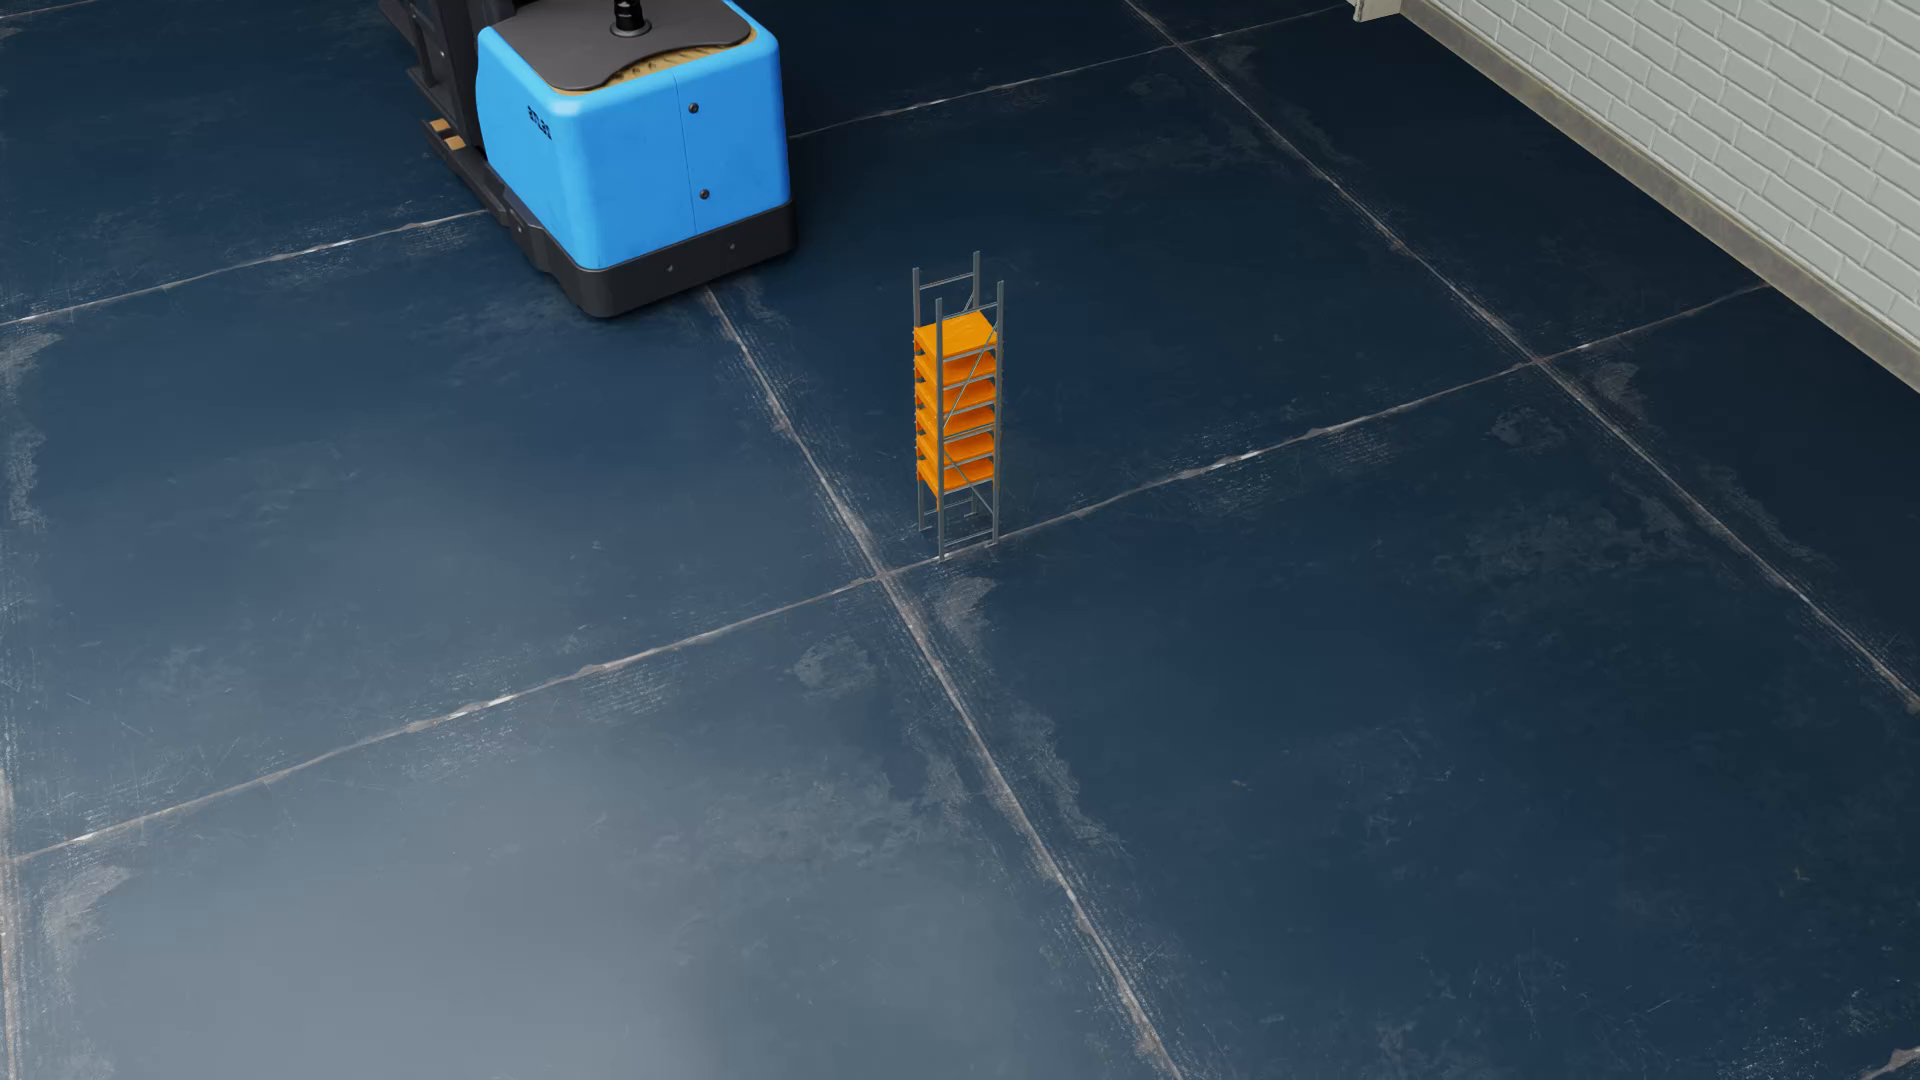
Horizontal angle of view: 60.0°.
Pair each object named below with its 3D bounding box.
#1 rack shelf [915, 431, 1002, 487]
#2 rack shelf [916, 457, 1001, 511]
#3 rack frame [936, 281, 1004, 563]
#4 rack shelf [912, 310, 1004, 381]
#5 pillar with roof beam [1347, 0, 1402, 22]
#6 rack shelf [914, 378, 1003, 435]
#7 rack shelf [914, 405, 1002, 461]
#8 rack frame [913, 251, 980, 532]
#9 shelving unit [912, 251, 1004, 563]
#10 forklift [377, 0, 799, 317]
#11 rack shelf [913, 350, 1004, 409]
[{"bbox_3d":[-0.006,-0.319,5.953,0.258,0.103,0.180,-18,47,-17],"label":"rack shelf"},{"bbox_3d":[-0.006,-0.234,6.038,0.258,0.103,0.180,-18,47,-17],"label":"rack shelf"},{"bbox_3d":[0.032,-0.378,5.779,0.240,1.200,0.006,-18,47,-17],"label":"rack frame"},{"bbox_3d":[-0.006,-0.661,5.616,0.258,0.103,0.180,-18,47,-17],"label":"rack shelf"},{"bbox_3d":[-1.663,-4.945,4.854,9.100,9.000,0.400,-18,47,-17],"label":"pillar with roof beam"},{"bbox_3d":[-0.006,-0.490,5.785,0.258,0.103,0.180,-18,47,-17],"label":"rack shelf"},{"bbox_3d":[-0.006,-0.405,5.869,0.258,0.103,0.180,-18,47,-17],"label":"rack shelf"},{"bbox_3d":[-0.045,-0.495,5.897,0.240,1.200,0.006,-18,47,-17],"label":"rack frame"},{"bbox_3d":[-0.006,-0.436,5.838,0.258,1.200,0.189,-18,47,-17],"label":"shelving unit"},{"bbox_3d":[-1.971,-3.001,7.204,1.130,2.935,3.031,-25,50,-23],"label":"forklift"},{"bbox_3d":[-0.006,-0.576,5.701,0.258,0.103,0.180,-18,47,-17],"label":"rack shelf"}]
